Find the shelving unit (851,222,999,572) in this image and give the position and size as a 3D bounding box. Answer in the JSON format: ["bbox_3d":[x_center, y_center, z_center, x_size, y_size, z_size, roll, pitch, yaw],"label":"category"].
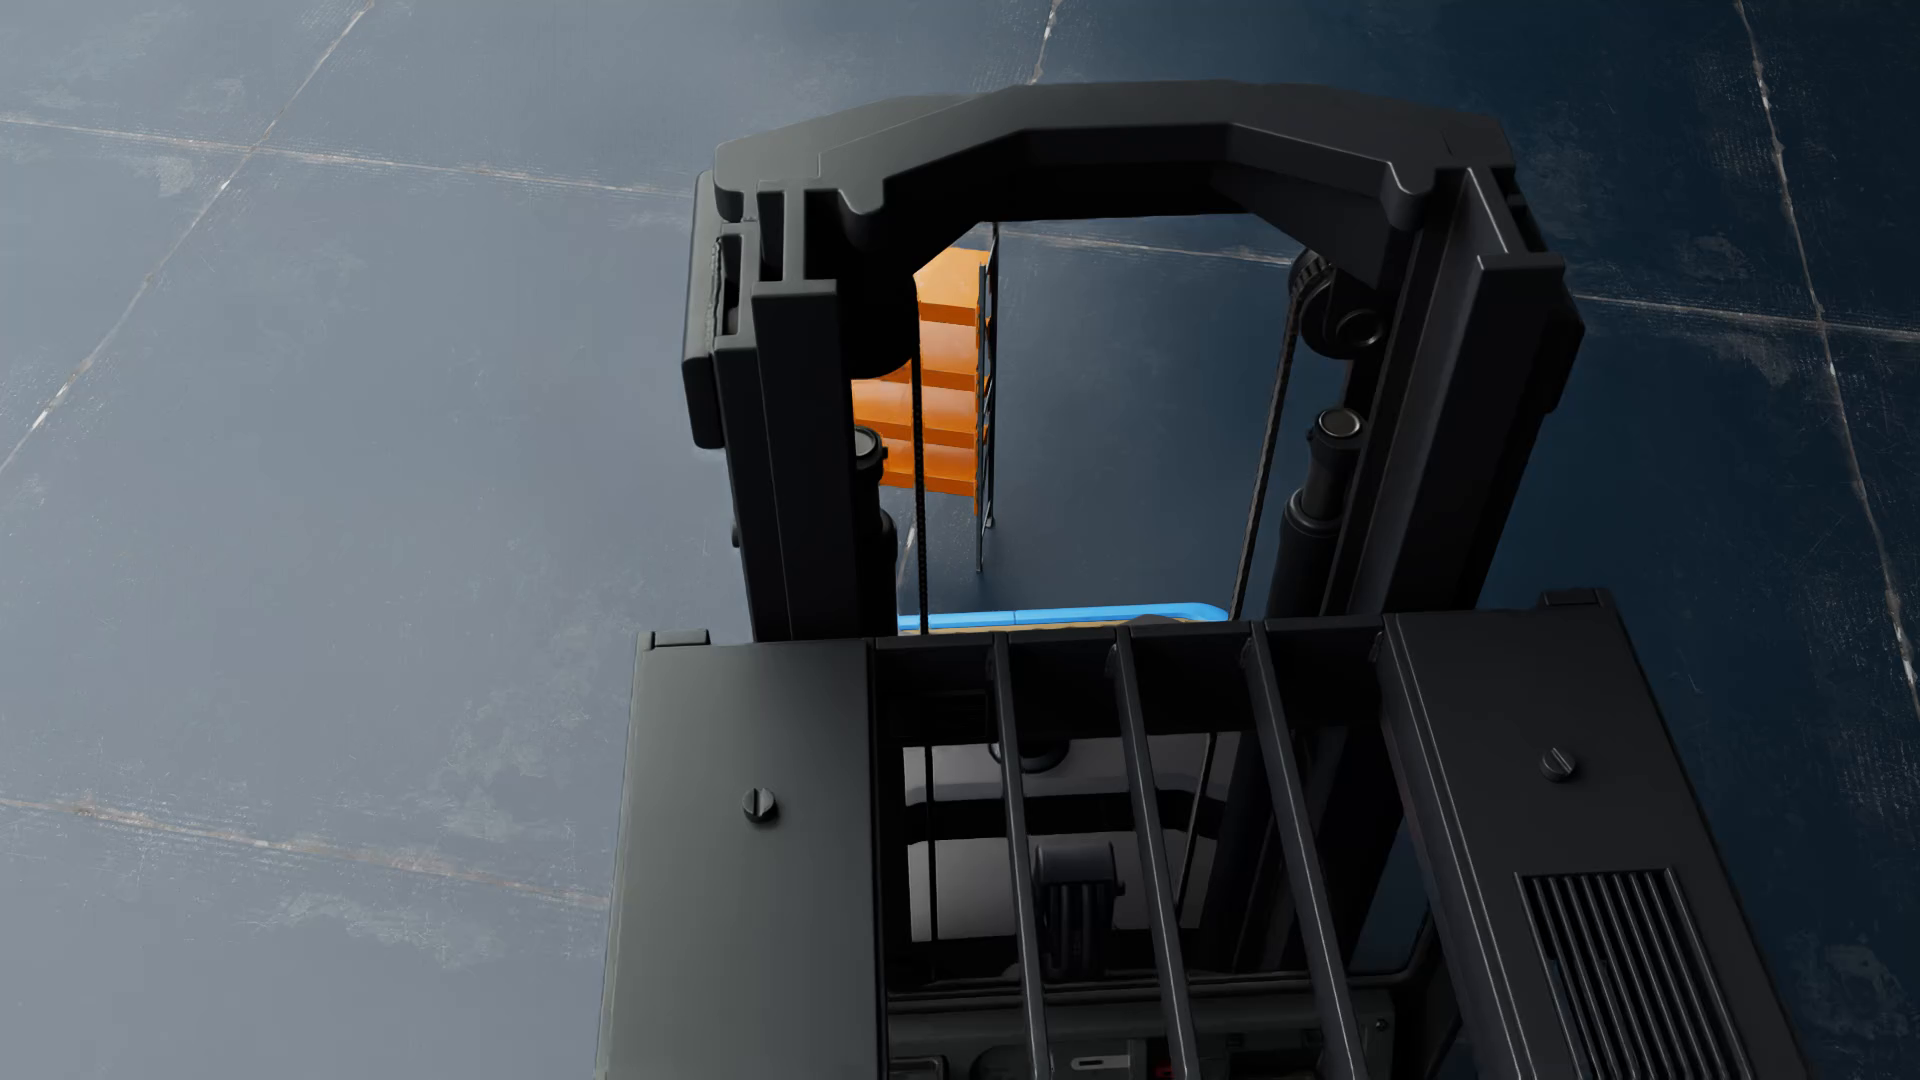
[{"bbox_3d":[-0.163,-0.423,4.823,0.503,1.200,0.258,8,49,7],"label":"shelving unit"}]

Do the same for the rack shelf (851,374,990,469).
[{"bbox_3d":[-0.163,-0.378,4.873,0.480,0.148,0.258,8,49,7],"label":"rack shelf"}]

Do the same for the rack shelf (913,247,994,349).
[{"bbox_3d":[-0.163,-0.686,4.531,0.480,0.148,0.258,8,49,7],"label":"rack shelf"}]

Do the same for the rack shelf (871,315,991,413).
[{"bbox_3d":[-0.163,-0.527,4.707,0.480,0.148,0.258,8,49,7],"label":"rack shelf"}]

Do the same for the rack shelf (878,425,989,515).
[{"bbox_3d":[-0.163,-0.245,5.021,0.480,0.148,0.258,8,49,7],"label":"rack shelf"}]

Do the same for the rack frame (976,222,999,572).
[{"bbox_3d":[0.077,-0.391,4.794,0.015,1.200,0.240,8,49,7],"label":"rack frame"}]

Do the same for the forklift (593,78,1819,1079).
[{"bbox_3d":[0.205,0.990,2.390,1.130,2.935,3.031,-3,48,-2],"label":"forklift"}]
